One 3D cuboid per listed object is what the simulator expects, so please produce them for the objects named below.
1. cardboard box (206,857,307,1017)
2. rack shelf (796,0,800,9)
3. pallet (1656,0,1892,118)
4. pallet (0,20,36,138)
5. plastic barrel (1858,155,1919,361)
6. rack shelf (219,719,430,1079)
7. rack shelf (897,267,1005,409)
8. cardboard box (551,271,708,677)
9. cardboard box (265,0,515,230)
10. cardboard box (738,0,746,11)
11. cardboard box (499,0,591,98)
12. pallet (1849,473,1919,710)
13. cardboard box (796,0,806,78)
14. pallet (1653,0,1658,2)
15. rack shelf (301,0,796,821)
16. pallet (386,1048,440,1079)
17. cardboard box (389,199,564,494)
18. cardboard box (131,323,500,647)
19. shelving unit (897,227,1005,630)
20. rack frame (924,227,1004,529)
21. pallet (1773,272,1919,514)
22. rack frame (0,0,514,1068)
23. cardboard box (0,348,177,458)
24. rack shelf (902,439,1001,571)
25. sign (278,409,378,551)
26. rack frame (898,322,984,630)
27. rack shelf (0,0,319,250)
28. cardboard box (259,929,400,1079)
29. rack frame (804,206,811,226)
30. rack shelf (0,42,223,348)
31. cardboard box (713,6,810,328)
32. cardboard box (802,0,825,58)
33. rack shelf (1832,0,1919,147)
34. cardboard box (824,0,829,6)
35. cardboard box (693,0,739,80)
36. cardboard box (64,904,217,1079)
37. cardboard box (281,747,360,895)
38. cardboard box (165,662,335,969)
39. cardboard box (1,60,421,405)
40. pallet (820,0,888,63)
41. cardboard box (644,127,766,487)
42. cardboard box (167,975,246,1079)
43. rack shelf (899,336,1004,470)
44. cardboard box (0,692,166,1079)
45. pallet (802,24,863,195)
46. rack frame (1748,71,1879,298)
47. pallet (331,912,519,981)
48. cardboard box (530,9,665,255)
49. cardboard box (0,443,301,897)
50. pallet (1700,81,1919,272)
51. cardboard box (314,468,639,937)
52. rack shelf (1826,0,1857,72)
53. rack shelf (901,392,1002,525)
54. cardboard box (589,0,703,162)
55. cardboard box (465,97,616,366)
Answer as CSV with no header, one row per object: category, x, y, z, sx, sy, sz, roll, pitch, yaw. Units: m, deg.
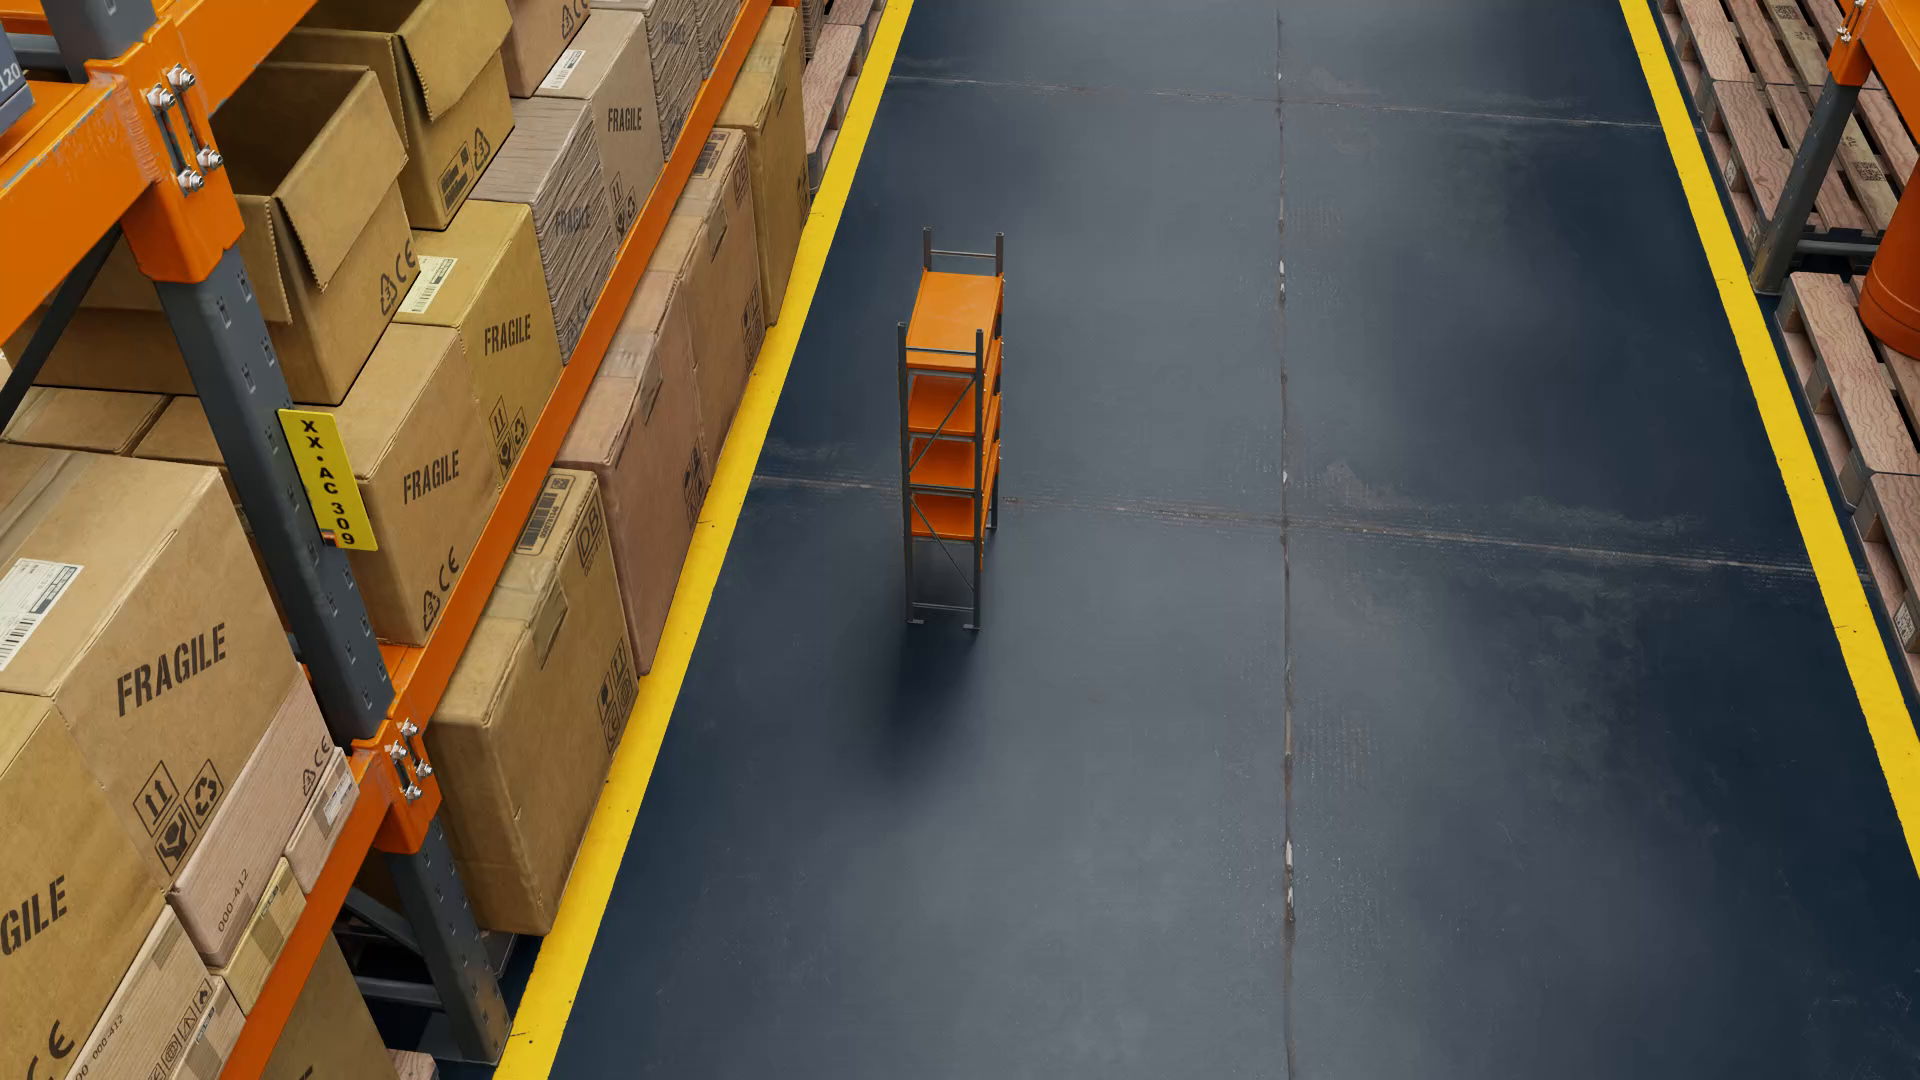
cardboard box,-1.433,0.695,3.017,0.380,0.149,0.250,6,44,6
rack shelf,-0.891,-3.638,7.933,1.077,0.370,4.000,5,44,6
pallet,4.059,-2.426,8.159,1.003,0.211,1.213,5,44,6
pallet,-1.803,-0.310,1.779,1.003,0.211,1.213,5,44,6
plastic barrel,3.707,-1.115,6.019,0.600,0.830,0.708,5,44,6
rack shelf,-1.948,1.815,2.175,1.077,0.370,4.000,5,44,6
rack shelf,-0.022,-0.608,4.948,0.258,0.148,0.480,5,44,6
cardboard box,-1.502,-0.238,5.059,1.225,0.875,0.875,4,44,4
cardboard box,-1.506,-1.113,3.941,0.797,0.503,0.637,6,44,6
cardboard box,-0.975,-2.213,5.833,0.500,0.500,0.500,6,44,7
cardboard box,-1.439,-1.538,4.390,0.797,0.503,0.637,7,44,7
pallet,3.528,0.297,5.283,1.003,0.211,1.213,5,44,6
cardboard box,-1.086,-2.246,7.439,0.700,0.500,0.500,3,44,3
pallet,4.218,-3.260,9.040,1.003,0.211,1.213,5,44,6
rack shelf,-1.420,-0.911,5.054,1.077,0.370,4.000,5,44,6
pallet,-1.862,1.714,3.786,1.003,0.211,1.213,5,44,6
cardboard box,-1.310,-0.479,4.002,0.500,0.500,0.500,5,44,6
cardboard box,-1.375,-0.137,3.640,0.500,0.500,0.500,5,44,6
shelving unit,-0.022,-0.323,5.218,0.258,1.200,0.503,5,44,6
rack frame,0.010,-0.489,5.394,0.240,1.200,0.015,5,44,6
pallet,3.691,-0.532,6.158,1.003,0.211,1.213,5,44,6
rack frame,-1.684,0.190,3.367,1.000,3.000,0.127,5,44,6
cardboard box,-1.893,-0.190,3.696,0.500,0.500,0.500,5,44,6
rack shelf,-0.022,-0.130,5.401,0.258,0.148,0.480,5,44,6
sign,-1.134,-0.103,2.990,0.100,0.325,0.005,5,44,6
rack frame,-0.054,-0.157,5.043,0.240,1.200,0.015,5,44,6
rack shelf,-1.420,-2.001,4.023,1.077,0.370,4.000,5,44,6
cardboard box,-1.851,1.252,3.486,0.875,0.875,0.875,5,44,6
rack frame,-1.155,-2.536,6.246,1.000,3.000,0.127,5,44,6
rack shelf,-1.948,0.725,1.144,1.077,0.370,4.000,5,44,6
cardboard box,-1.267,-1.448,6.338,1.225,0.875,0.875,3,44,4
cardboard box,-1.026,-2.625,7.839,0.700,0.500,0.500,2,43,2
rack shelf,3.490,-0.461,4.579,1.077,0.370,4.000,5,44,6
cardboard box,-0.958,-3.012,8.248,0.700,0.500,0.500,9,44,9
cardboard box,-1.047,-1.874,5.475,0.500,0.500,0.500,5,44,5
cardboard box,-1.548,0.814,2.601,0.500,0.250,0.500,6,44,7
cardboard box,-1.400,0.519,3.203,0.380,0.149,0.250,5,44,6
cardboard box,-1.482,0.462,2.974,0.500,0.250,0.500,4,44,5
cardboard box,-1.608,-0.646,3.449,0.797,0.503,0.637,4,44,4
pallet,-0.887,-2.885,8.643,1.003,0.211,1.213,5,44,6
cardboard box,-1.393,-0.841,5.697,1.225,0.875,0.875,5,44,6
cardboard box,-1.468,0.870,2.833,0.380,0.149,0.250,5,44,5
rack shelf,-0.022,-0.436,5.111,0.258,0.148,0.480,5,44,6
cardboard box,-1.550,0.543,2.342,0.500,0.500,0.500,6,44,6
pallet,-1.050,-2.056,7.767,1.003,0.211,1.213,5,44,6
rack frame,3.754,-2.086,5.771,1.000,3.000,0.127,5,44,6
pallet,-1.657,0.670,4.889,1.003,0.211,1.213,5,44,6
cardboard box,-1.180,-1.173,4.735,0.500,0.500,0.500,6,44,6
cardboard box,-1.480,0.202,2.702,0.500,0.500,0.500,6,44,7
pallet,3.895,-1.597,7.284,1.003,0.211,1.213,5,44,6
cardboard box,-1.619,0.371,4.416,1.225,0.875,0.875,5,44,6
rack shelf,4.019,-3.187,7.458,1.077,0.370,4.000,5,44,6
rack shelf,-0.022,-0.274,5.265,0.258,0.148,0.480,5,44,6
cardboard box,-1.112,-1.520,5.101,0.500,0.500,0.500,4,44,4
cardboard box,-1.243,-0.820,4.362,0.500,0.500,0.500,4,44,5
